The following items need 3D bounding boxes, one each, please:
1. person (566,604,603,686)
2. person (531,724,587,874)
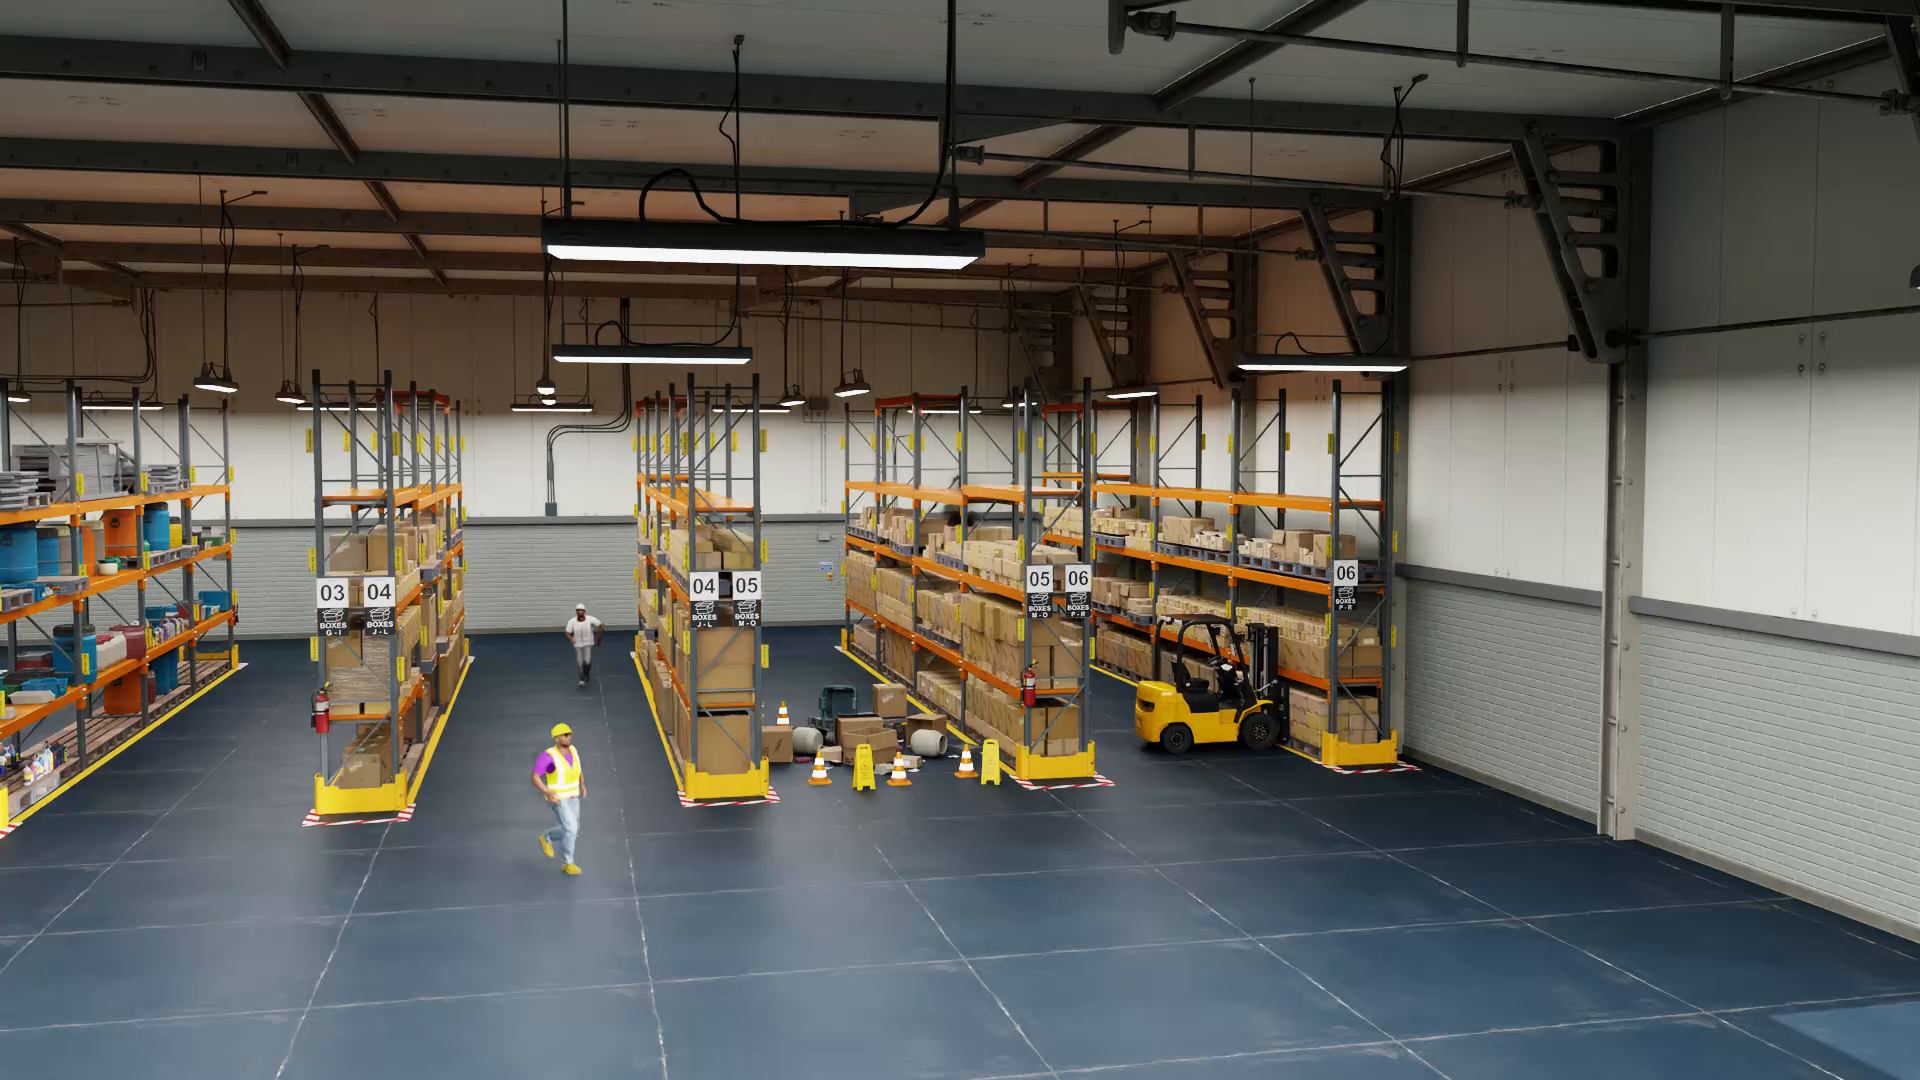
[{"bbox_3d":[-7.720,2.164,34.117,0.728,1.714,0.717,0,3,-4],"label":"person"},{"bbox_3d":[-4.721,3.016,19.548,0.739,1.733,0.719,2,4,30],"label":"person"}]
